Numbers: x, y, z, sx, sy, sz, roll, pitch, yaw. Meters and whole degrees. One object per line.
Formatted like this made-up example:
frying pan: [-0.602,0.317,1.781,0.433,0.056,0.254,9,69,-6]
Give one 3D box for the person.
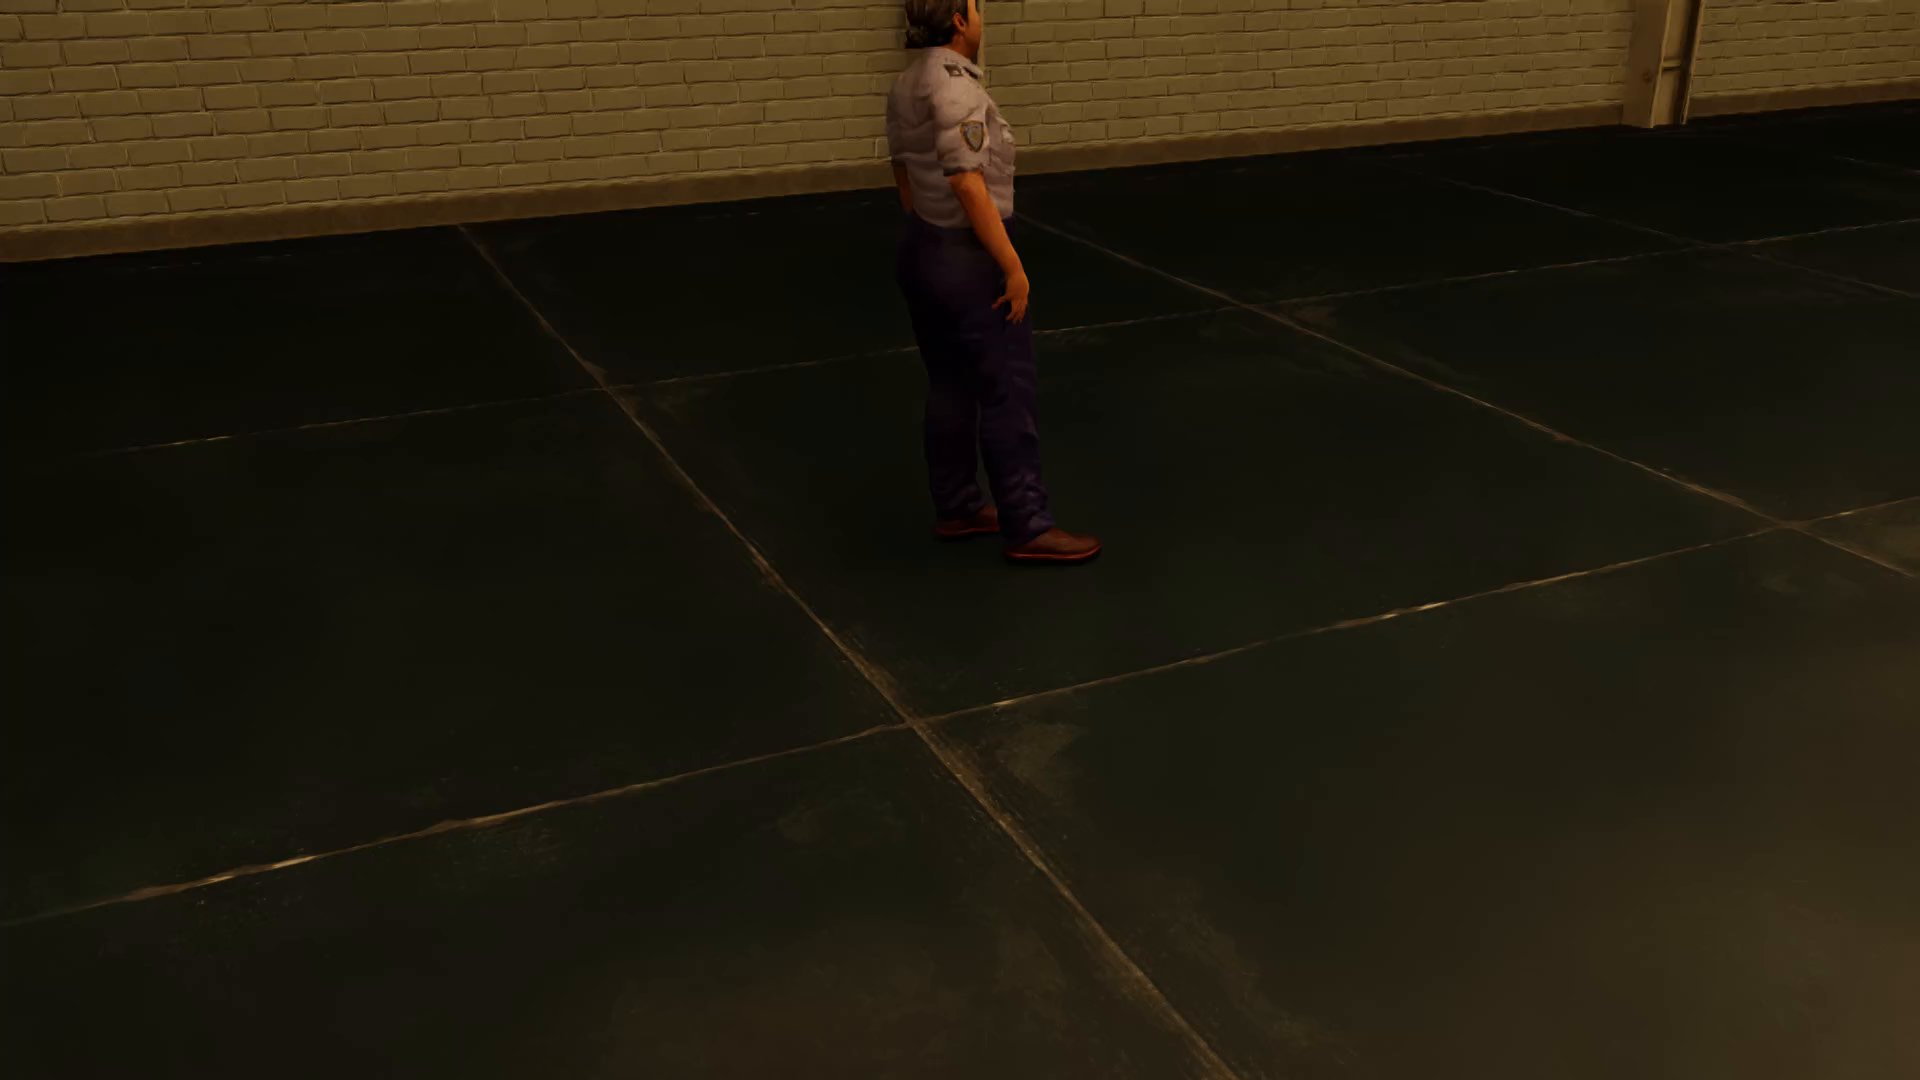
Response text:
person: [0.091,-0.774,4.804,0.502,1.650,0.599,-10,25,-23]
